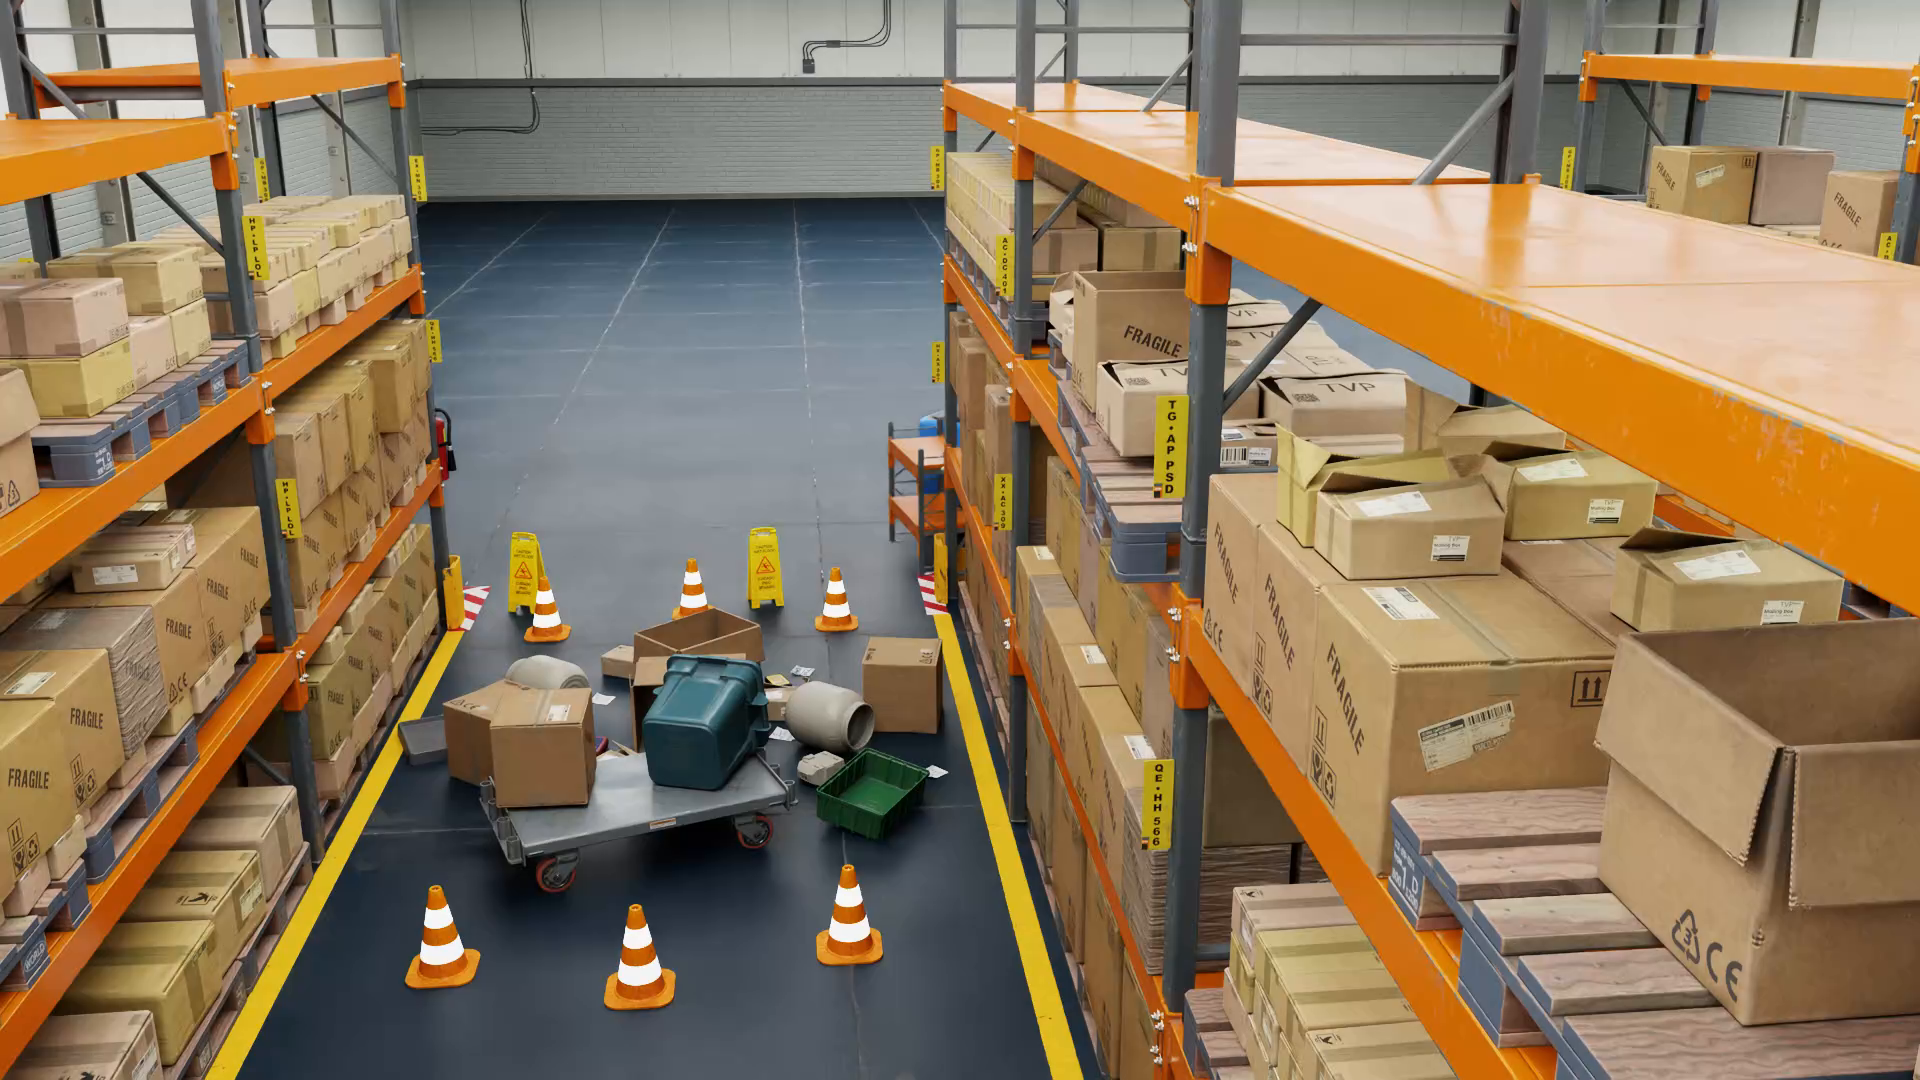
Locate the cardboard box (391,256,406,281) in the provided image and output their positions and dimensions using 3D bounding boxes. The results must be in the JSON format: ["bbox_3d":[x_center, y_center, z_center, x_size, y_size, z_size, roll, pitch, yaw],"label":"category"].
[{"bbox_3d":[-4.158,-1.928,11.794,0.380,0.149,0.250,-2,18,-5],"label":"cardboard box"}]

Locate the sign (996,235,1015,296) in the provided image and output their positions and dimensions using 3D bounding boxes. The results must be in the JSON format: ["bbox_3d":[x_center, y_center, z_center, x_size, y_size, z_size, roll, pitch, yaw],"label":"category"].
[{"bbox_3d":[0.242,-1.477,8.942,0.100,0.325,0.005,-2,18,-6],"label":"sign"}]

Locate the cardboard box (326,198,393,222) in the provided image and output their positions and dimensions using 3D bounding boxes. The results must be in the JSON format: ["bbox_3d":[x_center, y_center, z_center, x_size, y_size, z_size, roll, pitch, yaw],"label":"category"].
[{"bbox_3d":[-4.215,-2.309,11.678,0.380,0.149,0.250,-1,17,-5],"label":"cardboard box"}]

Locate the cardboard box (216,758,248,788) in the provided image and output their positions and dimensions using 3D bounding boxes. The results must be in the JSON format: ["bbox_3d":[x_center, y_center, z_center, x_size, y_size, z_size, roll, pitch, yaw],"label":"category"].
[{"bbox_3d":[-4.447,1.348,9.838,0.500,0.250,0.500,-1,17,-3],"label":"cardboard box"}]

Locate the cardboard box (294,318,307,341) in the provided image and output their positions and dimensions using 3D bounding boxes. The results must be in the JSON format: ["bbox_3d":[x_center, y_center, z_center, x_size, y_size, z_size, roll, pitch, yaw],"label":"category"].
[{"bbox_3d":[-4.000,-1.233,9.582,0.380,0.149,0.250,-1,17,-4],"label":"cardboard box"}]

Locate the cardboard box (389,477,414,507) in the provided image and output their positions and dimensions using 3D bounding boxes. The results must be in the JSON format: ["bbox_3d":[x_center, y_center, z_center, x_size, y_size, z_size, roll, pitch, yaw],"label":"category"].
[{"bbox_3d":[-4.082,-0.338,11.738,0.380,0.149,0.250,-1,17,-5],"label":"cardboard box"}]

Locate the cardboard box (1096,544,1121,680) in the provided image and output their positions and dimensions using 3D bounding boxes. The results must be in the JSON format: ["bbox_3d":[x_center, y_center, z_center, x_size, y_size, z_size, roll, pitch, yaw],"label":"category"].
[{"bbox_3d":[1.009,0.299,7.455,0.700,0.500,0.500,-2,18,-6],"label":"cardboard box"}]

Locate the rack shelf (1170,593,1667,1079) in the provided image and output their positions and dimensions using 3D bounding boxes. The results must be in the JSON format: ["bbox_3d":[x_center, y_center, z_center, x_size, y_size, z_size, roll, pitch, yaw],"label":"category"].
[{"bbox_3d":[1.413,0.921,3.501,1.077,0.370,4.000,-2,18,-6],"label":"rack shelf"}]

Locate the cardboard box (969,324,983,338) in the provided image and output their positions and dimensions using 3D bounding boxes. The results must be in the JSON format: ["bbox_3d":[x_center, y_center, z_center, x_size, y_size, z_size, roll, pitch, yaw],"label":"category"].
[{"bbox_3d":[0.530,-1.284,12.280,0.875,0.550,0.550,-2,18,-6],"label":"cardboard box"}]

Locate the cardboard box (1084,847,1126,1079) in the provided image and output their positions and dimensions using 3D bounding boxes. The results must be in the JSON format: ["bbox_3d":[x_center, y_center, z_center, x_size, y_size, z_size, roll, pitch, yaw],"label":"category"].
[{"bbox_3d":[1.140,1.842,7.431,1.050,0.750,0.750,-2,17,-5],"label":"cardboard box"}]

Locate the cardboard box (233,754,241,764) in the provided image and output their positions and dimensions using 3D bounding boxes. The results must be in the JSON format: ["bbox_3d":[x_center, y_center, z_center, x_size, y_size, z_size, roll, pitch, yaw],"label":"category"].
[{"bbox_3d":[-4.447,0.990,9.726,0.500,0.500,0.500,-2,18,-6],"label":"cardboard box"}]

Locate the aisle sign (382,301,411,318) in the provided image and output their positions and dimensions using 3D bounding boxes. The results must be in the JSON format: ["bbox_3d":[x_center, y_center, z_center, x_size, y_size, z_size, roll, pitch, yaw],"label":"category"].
[{"bbox_3d":[-4.250,-2.055,12.448,0.394,0.787,0.004,-2,18,-6],"label":"aisle sign"}]

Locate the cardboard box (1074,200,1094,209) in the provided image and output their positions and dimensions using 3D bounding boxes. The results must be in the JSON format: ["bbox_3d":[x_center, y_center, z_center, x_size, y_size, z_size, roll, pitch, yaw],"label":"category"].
[{"bbox_3d":[0.916,-1.983,10.437,0.500,0.250,0.500,-2,18,-6],"label":"cardboard box"}]

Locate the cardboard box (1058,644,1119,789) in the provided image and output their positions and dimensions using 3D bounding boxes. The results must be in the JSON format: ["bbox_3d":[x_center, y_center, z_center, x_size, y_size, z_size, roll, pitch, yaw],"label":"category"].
[{"bbox_3d":[0.735,0.789,7.561,0.500,0.500,0.500,-2,17,-5],"label":"cardboard box"}]

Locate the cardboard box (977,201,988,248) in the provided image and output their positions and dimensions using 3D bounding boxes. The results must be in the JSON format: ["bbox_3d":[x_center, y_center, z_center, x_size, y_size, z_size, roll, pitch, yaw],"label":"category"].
[{"bbox_3d":[0.387,-1.967,10.384,0.500,0.250,0.500,-2,18,-6],"label":"cardboard box"}]

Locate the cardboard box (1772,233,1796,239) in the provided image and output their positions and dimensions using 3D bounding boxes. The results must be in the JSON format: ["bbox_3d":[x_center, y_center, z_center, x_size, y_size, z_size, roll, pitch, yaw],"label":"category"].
[{"bbox_3d":[5.276,-1.932,10.973,0.380,0.149,0.250,-1,17,-3],"label":"cardboard box"}]

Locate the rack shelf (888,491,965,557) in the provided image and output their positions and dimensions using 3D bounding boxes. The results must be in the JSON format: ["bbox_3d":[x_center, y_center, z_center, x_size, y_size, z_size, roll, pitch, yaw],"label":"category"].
[{"bbox_3d":[-0.254,-0.154,14.679,0.538,0.278,1.000,-5,18,-16],"label":"rack shelf"}]

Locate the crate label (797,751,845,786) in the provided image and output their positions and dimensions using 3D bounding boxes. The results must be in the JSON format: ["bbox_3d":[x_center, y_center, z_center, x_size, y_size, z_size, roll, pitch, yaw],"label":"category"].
[{"bbox_3d":[-0.868,1.437,10.443,0.250,0.136,0.298,16,24,42],"label":"crate label"}]

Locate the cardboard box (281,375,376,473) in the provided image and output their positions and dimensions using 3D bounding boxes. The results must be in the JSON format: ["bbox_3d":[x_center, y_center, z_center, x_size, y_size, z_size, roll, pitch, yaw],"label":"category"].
[{"bbox_3d":[-4.005,-0.703,10.150,0.700,0.500,0.500,-2,18,-7],"label":"cardboard box"}]

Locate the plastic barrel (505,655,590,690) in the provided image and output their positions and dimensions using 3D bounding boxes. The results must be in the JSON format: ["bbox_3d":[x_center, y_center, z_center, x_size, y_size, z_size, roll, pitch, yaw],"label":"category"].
[{"bbox_3d":[-2.813,1.010,11.325,0.512,0.421,0.421,11,21,32],"label":"plastic barrel"}]

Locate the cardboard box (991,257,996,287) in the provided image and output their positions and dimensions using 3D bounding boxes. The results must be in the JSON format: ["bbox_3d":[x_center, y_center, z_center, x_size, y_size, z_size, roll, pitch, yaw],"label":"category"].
[{"bbox_3d":[0.384,-1.589,9.846,0.380,0.149,0.250,-2,17,-5],"label":"cardboard box"}]

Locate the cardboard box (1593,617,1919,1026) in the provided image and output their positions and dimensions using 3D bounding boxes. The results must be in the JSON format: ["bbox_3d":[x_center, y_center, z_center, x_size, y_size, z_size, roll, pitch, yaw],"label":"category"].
[{"bbox_3d":[1.591,0.460,2.896,0.797,0.503,0.637,-2,18,-6],"label":"cardboard box"}]

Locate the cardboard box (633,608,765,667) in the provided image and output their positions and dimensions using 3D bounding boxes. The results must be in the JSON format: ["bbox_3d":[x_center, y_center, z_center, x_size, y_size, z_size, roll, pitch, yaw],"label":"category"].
[{"bbox_3d":[-1.832,0.849,11.706,0.637,0.503,0.797,16,24,42],"label":"cardboard box"}]

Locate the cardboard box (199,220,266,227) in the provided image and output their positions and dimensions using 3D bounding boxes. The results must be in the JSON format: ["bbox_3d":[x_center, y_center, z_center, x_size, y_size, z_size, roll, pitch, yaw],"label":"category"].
[{"bbox_3d":[-4.572,-1.912,10.414,0.380,0.149,0.250,-1,17,-4],"label":"cardboard box"}]

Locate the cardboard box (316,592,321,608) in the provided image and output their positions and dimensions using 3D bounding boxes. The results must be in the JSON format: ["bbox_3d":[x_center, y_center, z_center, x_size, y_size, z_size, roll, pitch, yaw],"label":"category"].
[{"bbox_3d":[-3.910,0.347,9.557,0.380,0.149,0.250,-1,17,-4],"label":"cardboard box"}]

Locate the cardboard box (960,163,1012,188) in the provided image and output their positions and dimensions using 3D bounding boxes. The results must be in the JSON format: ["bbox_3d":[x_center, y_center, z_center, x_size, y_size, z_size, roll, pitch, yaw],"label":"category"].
[{"bbox_3d":[0.203,-2.498,11.411,0.380,0.149,0.250,-2,18,-7],"label":"cardboard box"}]

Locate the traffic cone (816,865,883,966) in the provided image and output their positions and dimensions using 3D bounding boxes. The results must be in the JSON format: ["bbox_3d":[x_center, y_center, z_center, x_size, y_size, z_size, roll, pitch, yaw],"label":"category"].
[{"bbox_3d":[-0.569,1.878,8.496,0.336,0.463,0.334,-2,18,-6],"label":"traffic cone"}]

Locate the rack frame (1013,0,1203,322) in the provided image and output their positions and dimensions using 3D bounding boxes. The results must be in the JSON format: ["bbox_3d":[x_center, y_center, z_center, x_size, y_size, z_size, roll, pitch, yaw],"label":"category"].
[{"bbox_3d":[0.794,-2.641,8.638,1.000,3.000,0.127,-2,18,-6],"label":"rack frame"}]

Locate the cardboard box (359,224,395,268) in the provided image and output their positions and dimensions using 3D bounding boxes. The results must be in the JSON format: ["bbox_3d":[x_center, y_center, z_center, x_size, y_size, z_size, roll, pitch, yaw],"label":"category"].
[{"bbox_3d":[-4.173,-1.994,11.341,0.500,0.250,0.500,-2,18,-6],"label":"cardboard box"}]

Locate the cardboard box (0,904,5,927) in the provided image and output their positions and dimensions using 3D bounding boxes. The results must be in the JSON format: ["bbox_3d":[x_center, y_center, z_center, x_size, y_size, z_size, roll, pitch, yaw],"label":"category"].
[{"bbox_3d":[-3.551,1.328,5.731,0.380,0.149,0.250,-3,18,-9],"label":"cardboard box"}]

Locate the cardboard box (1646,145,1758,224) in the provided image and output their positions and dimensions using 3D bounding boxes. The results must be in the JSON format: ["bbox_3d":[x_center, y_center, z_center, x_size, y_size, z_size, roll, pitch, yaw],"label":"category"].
[{"bbox_3d":[5.210,-2.502,11.706,0.500,0.500,0.500,-2,18,-6],"label":"cardboard box"}]

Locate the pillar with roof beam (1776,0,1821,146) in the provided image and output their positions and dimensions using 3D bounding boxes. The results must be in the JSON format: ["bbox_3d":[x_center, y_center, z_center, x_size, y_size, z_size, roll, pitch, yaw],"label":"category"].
[{"bbox_3d":[14.282,-11.250,36.062,9.100,9.000,0.400,-2,18,-6],"label":"pillar with roof beam"}]

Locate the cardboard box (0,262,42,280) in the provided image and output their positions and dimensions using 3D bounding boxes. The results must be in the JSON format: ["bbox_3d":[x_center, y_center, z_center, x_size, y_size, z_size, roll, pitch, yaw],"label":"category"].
[{"bbox_3d":[-4.396,-1.059,7.323,0.500,0.250,0.500,-2,18,-7],"label":"cardboard box"}]

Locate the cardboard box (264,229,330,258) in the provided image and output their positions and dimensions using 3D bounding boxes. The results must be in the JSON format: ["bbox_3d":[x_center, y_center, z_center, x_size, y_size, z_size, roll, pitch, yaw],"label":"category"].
[{"bbox_3d":[-4.016,-1.778,9.984,0.380,0.149,0.250,-2,18,-6],"label":"cardboard box"}]

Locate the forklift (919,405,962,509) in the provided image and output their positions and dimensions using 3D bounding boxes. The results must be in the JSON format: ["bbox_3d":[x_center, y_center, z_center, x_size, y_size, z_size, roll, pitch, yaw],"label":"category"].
[{"bbox_3d":[0.805,-1.789,16.056,1.130,2.935,3.031,10,20,30],"label":"forklift"}]

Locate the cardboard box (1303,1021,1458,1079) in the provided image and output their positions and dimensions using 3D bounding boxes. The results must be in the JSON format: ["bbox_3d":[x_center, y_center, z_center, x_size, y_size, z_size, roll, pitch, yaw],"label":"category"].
[{"bbox_3d":[1.140,1.425,4.430,0.380,0.149,0.250,-3,18,-8],"label":"cardboard box"}]

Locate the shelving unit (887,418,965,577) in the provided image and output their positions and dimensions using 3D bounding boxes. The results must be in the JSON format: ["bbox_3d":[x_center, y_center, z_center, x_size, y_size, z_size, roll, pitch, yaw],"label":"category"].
[{"bbox_3d":[-0.254,-0.387,14.606,0.538,1.125,1.048,-5,18,-16],"label":"shelving unit"}]

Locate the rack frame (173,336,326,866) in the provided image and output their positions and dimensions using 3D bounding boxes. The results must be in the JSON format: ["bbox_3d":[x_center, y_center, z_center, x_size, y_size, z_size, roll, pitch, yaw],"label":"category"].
[{"bbox_3d":[-4.119,0.404,8.954,1.000,3.000,0.127,-2,18,-6],"label":"rack frame"}]

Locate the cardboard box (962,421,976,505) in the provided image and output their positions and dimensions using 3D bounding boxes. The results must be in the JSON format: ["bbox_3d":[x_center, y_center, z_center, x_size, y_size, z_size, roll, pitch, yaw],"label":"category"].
[{"bbox_3d":[0.476,-0.599,11.899,0.875,0.550,0.550,-2,18,-6],"label":"cardboard box"}]

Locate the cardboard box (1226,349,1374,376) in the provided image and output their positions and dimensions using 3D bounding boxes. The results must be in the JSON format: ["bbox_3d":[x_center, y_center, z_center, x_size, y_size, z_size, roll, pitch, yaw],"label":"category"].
[{"bbox_3d":[1.299,-0.566,6.420,0.500,0.250,0.500,-1,17,-4],"label":"cardboard box"}]

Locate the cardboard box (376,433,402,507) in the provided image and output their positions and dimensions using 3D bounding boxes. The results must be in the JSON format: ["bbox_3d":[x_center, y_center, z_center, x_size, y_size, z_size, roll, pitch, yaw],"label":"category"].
[{"bbox_3d":[-4.106,-0.525,11.252,0.500,0.500,0.500,-2,18,-6],"label":"cardboard box"}]

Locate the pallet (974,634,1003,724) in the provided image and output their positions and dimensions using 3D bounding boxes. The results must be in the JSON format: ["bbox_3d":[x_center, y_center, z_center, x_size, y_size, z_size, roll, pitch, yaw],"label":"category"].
[{"bbox_3d":[0.665,0.959,11.844,1.003,0.211,1.213,-2,18,-6],"label":"pallet"}]

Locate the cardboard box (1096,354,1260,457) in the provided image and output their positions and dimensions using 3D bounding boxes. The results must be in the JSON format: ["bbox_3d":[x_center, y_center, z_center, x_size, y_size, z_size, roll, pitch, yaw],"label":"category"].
[{"bbox_3d":[0.801,-0.526,6.190,0.500,0.311,0.500,-2,18,-6],"label":"cardboard box"}]

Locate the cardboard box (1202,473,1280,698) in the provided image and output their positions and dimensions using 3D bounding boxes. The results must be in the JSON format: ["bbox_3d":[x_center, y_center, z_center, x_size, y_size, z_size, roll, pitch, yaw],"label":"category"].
[{"bbox_3d":[1.001,0.113,4.709,0.500,0.500,0.500,-2,18,-6],"label":"cardboard box"}]

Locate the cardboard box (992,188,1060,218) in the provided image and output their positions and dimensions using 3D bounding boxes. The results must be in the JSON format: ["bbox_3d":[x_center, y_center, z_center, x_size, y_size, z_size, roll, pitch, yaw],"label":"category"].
[{"bbox_3d":[0.388,-1.968,9.722,0.380,0.149,0.250,-2,18,-6],"label":"cardboard box"}]

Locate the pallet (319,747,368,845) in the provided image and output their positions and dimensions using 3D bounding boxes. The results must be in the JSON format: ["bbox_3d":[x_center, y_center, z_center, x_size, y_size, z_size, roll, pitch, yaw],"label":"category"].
[{"bbox_3d":[-4.223,1.536,10.006,1.003,0.211,1.213,-2,18,-6],"label":"pallet"}]

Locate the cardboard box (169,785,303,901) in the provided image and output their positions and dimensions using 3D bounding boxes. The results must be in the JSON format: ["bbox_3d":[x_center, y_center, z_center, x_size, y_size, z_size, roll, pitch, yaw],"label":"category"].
[{"bbox_3d":[-4.062,1.614,8.787,0.950,0.372,0.625,-2,17,-5],"label":"cardboard box"}]

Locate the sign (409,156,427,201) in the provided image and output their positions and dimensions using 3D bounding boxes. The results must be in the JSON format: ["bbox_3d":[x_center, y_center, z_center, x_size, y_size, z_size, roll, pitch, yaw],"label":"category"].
[{"bbox_3d":[-3.977,-2.652,12.204,0.100,0.325,0.005,-2,18,-6],"label":"sign"}]

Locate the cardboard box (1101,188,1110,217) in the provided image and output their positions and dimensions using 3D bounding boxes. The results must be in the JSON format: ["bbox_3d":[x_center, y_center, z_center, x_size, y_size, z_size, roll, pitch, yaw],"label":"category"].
[{"bbox_3d":[1.041,-1.989,9.789,0.380,0.149,0.250,-2,18,-6],"label":"cardboard box"}]

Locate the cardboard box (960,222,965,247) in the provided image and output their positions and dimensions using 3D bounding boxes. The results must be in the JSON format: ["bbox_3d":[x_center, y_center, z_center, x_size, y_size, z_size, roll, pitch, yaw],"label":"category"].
[{"bbox_3d":[0.203,-2.117,11.528,0.380,0.149,0.250,-2,18,-5],"label":"cardboard box"}]

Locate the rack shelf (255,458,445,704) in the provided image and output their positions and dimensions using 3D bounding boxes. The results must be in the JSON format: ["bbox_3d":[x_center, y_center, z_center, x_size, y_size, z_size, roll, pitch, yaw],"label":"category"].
[{"bbox_3d":[-4.325,0.152,10.960,1.077,0.370,4.000,-2,18,-6],"label":"rack shelf"}]

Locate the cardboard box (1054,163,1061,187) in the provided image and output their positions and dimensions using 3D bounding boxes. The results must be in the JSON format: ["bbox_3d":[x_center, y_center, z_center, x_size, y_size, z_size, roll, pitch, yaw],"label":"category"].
[{"bbox_3d":[0.857,-2.518,11.475,0.380,0.149,0.250,-2,18,-5],"label":"cardboard box"}]

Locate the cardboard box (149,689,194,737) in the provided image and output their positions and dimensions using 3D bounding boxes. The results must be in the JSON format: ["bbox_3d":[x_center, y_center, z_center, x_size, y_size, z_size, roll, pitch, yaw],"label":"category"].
[{"bbox_3d":[-3.700,0.773,7.498,0.380,0.149,0.250,-2,18,-6],"label":"cardboard box"}]

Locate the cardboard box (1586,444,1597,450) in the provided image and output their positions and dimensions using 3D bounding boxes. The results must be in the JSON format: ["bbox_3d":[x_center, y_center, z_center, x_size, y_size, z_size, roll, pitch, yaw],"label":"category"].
[{"bbox_3d":[5.135,-0.731,12.991,0.380,0.149,0.250,-2,18,-6],"label":"cardboard box"}]

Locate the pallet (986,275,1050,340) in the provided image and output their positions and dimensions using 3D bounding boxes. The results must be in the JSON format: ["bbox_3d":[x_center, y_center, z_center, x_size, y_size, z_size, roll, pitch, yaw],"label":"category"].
[{"bbox_3d":[0.720,-1.411,9.878,1.003,0.211,1.213,-2,18,-6],"label":"pallet"}]

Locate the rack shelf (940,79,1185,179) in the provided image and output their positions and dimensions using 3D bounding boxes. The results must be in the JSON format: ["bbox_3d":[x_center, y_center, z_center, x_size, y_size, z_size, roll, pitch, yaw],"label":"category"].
[{"bbox_3d":[0.588,-2.703,10.704,1.077,0.370,4.000,-2,18,-6],"label":"rack shelf"}]

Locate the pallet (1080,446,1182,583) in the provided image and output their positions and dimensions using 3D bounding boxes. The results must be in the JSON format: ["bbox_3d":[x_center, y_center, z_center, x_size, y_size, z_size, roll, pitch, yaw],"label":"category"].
[{"bbox_3d":[1.088,-0.118,5.926,1.213,0.211,1.003,-1,17,-3],"label":"pallet"}]

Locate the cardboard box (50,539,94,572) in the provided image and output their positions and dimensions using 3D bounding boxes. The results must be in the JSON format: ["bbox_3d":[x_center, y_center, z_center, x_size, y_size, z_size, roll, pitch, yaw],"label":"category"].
[{"bbox_3d":[-4.304,0.312,7.883,0.500,0.500,0.500,-2,18,-5],"label":"cardboard box"}]

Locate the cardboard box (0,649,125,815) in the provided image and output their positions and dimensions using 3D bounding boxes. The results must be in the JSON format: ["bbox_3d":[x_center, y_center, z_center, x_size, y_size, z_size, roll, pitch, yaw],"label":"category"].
[{"bbox_3d":[-3.645,0.752,6.483,0.500,0.500,0.500,-1,17,-5],"label":"cardboard box"}]
